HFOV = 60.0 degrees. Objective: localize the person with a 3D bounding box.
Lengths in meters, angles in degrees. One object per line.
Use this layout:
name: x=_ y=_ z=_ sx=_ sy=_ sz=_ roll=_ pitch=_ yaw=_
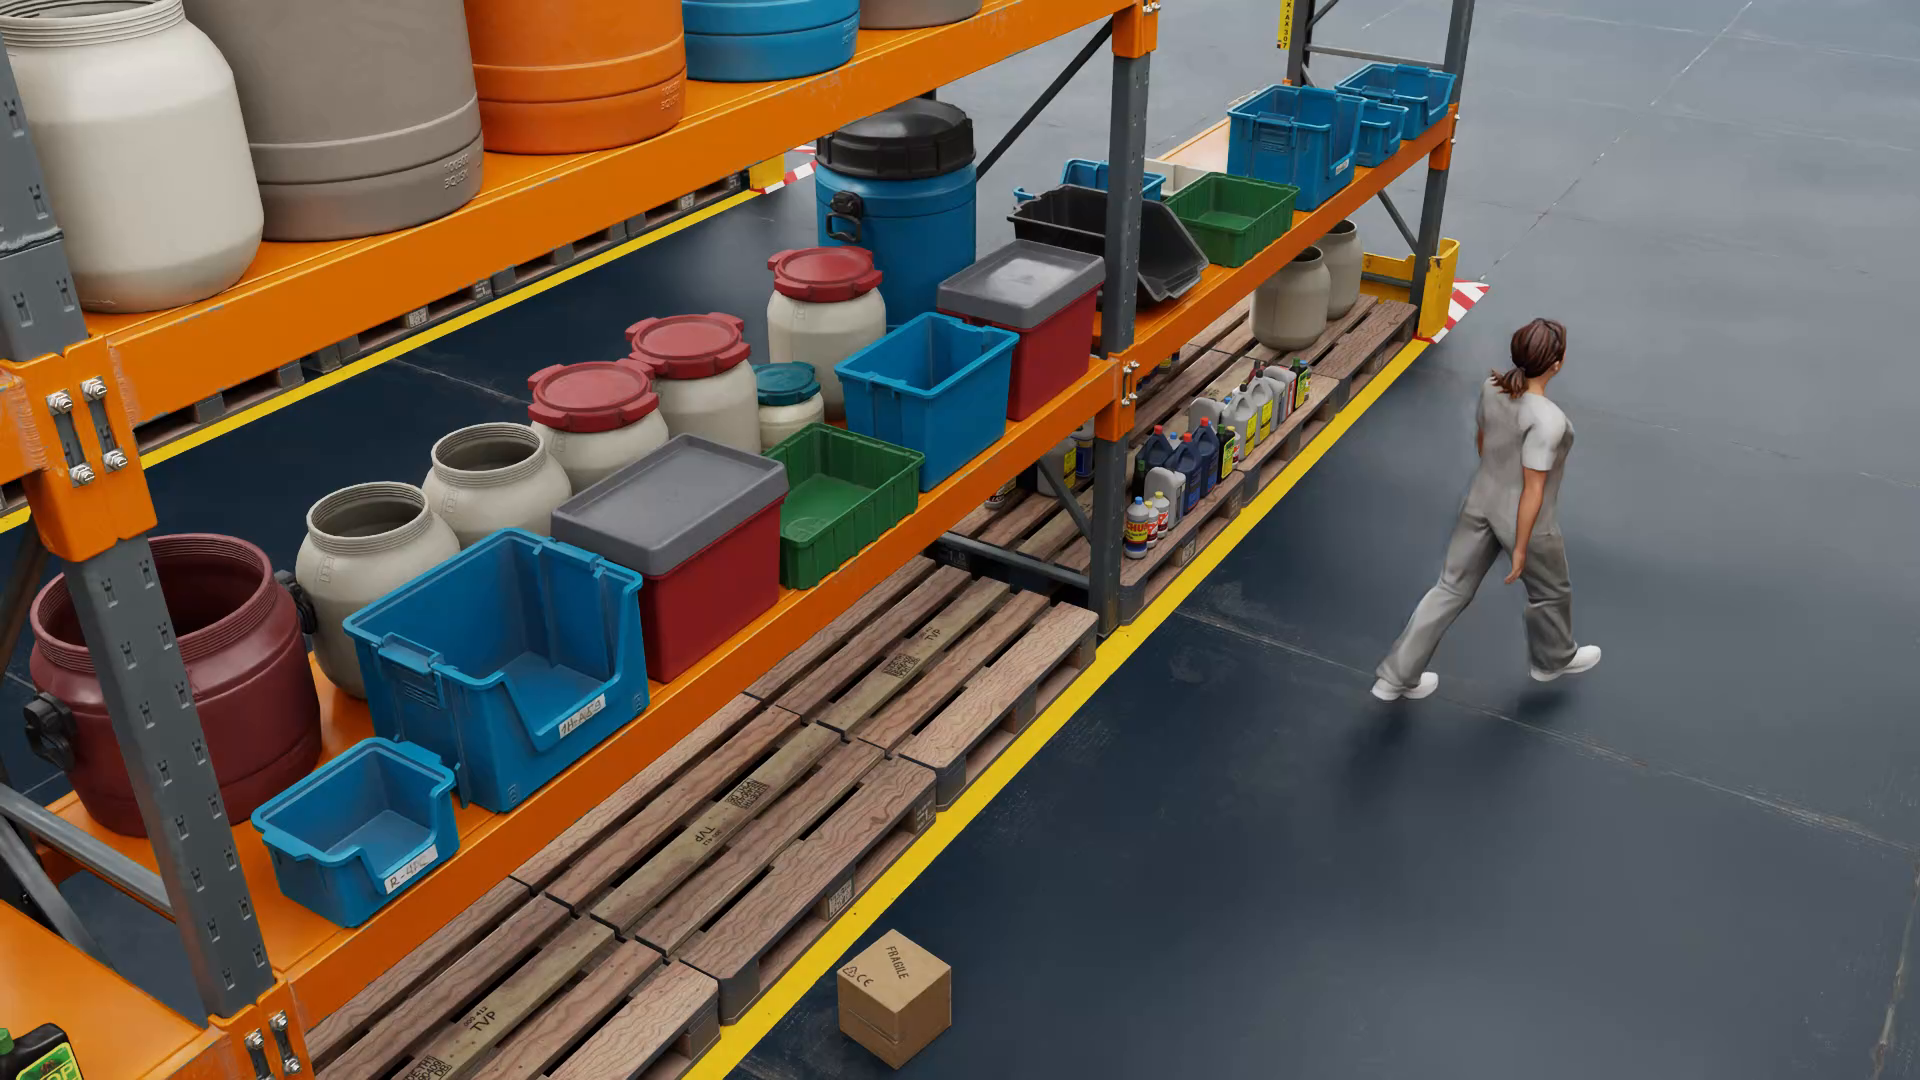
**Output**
person: x=2.109 y=-0.110 z=6.323 sx=1.028 sy=1.619 sz=0.473 roll=-15 pitch=34 yaw=-23
